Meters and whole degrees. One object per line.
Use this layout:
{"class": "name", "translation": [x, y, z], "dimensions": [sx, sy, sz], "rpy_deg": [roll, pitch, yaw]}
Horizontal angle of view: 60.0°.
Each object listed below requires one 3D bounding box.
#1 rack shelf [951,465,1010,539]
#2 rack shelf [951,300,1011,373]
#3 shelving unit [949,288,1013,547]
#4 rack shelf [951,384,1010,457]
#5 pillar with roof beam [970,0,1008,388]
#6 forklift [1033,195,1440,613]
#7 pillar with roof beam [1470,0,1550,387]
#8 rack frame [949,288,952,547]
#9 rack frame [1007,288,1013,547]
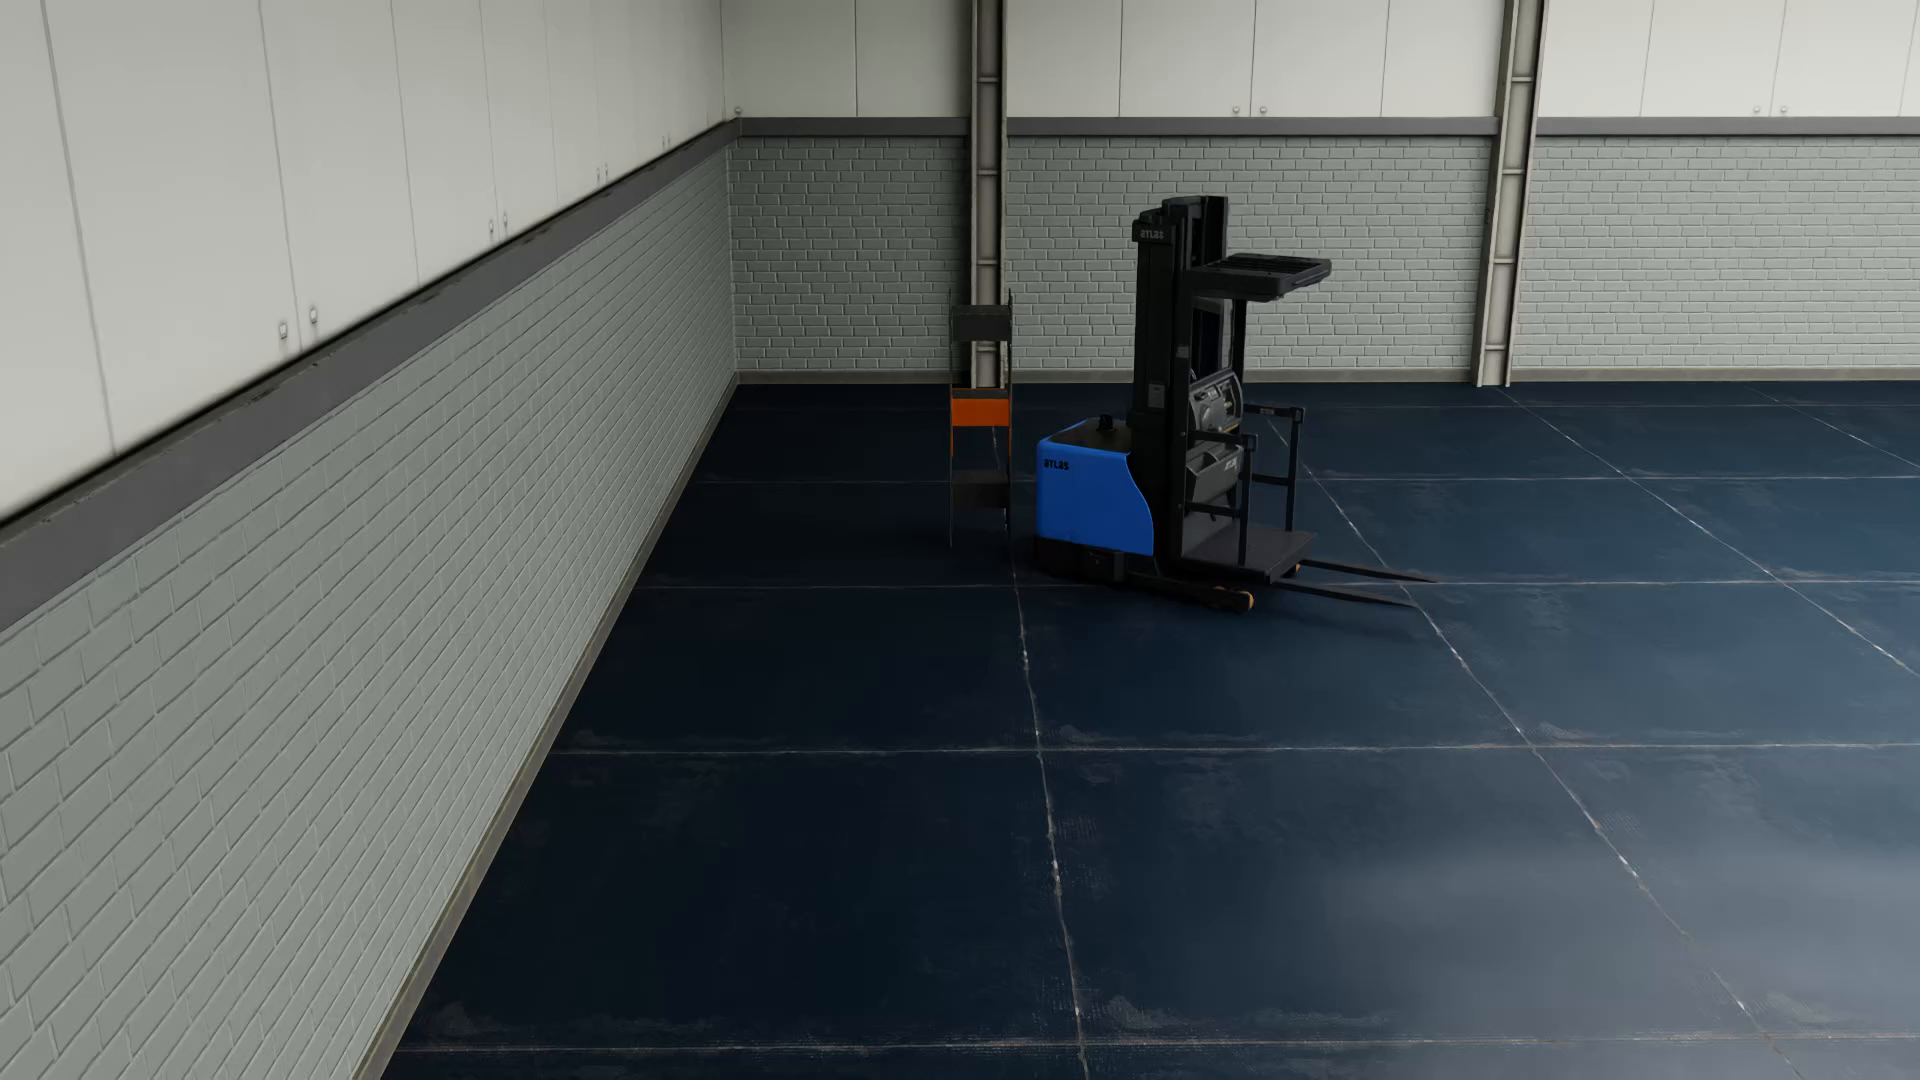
{"class": "rack shelf", "translation": [0.166, -0.321, 13.947], "dimensions": [0.480, 0.518, 0.431], "rpy_deg": [0, 18, -1]}
{"class": "rack shelf", "translation": [0.165, -1.654, 13.520], "dimensions": [0.480, 0.518, 0.431], "rpy_deg": [0, 18, -1]}
{"class": "shelving unit", "translation": [0.166, -1.001, 13.729], "dimensions": [0.503, 2.100, 0.431], "rpy_deg": [0, 18, -1]}
{"class": "rack shelf", "translation": [0.166, -0.988, 13.733], "dimensions": [0.480, 0.518, 0.431], "rpy_deg": [0, 18, -1]}
{"class": "pillar with roof beam", "translation": [0.391, -4.807, 14.300], "dimensions": [0.400, 9.000, 9.100], "rpy_deg": [0, 18, -1]}
{"class": "forklift", "translation": [2.112, -1.038, 12.486], "dimensions": [3.031, 2.935, 1.130], "rpy_deg": [10, 20, 29]}
{"class": "pillar with roof beam", "translation": [6.390, -4.836, 14.390], "dimensions": [0.400, 9.000, 9.100], "rpy_deg": [0, 18, -1]}
{"class": "rack frame", "translation": [-0.078, -0.999, 13.726], "dimensions": [0.015, 2.100, 0.400], "rpy_deg": [0, 18, -1]}
{"class": "rack frame", "translation": [0.409, -1.002, 13.733], "dimensions": [0.015, 2.100, 0.400], "rpy_deg": [0, 18, -1]}
